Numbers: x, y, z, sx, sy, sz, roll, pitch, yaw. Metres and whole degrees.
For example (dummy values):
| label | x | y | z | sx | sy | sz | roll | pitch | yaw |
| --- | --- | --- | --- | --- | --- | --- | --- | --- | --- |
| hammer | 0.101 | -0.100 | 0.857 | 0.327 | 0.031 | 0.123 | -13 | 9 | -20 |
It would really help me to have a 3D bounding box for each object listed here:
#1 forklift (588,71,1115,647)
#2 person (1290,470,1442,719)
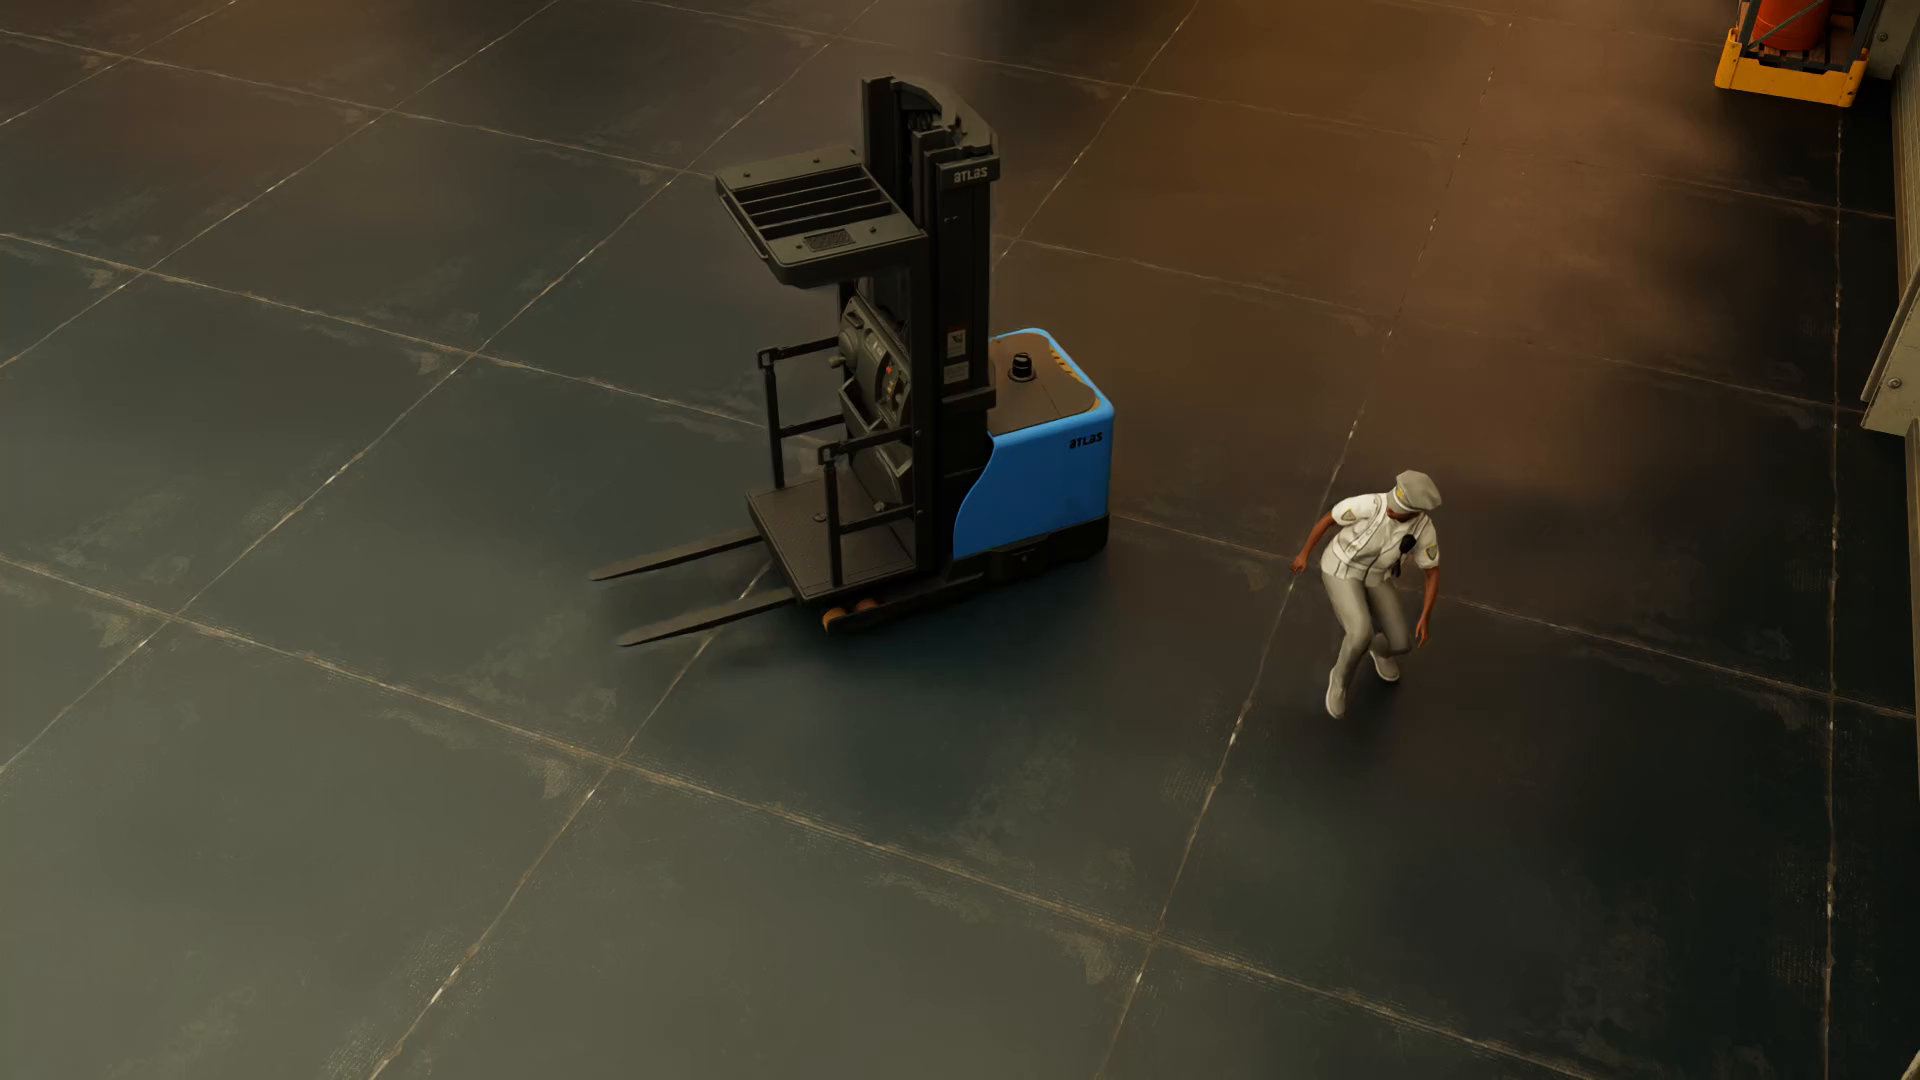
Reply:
| label | x | y | z | sx | sy | sz | roll | pitch | yaw |
| --- | --- | --- | --- | --- | --- | --- | --- | --- | --- |
| forklift | -0.656 | -0.954 | 9.146 | 3.031 | 2.935 | 1.130 | -16 | 43 | -18 |
| person | 2.179 | 0.250 | 8.832 | 0.694 | 1.451 | 0.680 | -6 | 40 | -7 |
